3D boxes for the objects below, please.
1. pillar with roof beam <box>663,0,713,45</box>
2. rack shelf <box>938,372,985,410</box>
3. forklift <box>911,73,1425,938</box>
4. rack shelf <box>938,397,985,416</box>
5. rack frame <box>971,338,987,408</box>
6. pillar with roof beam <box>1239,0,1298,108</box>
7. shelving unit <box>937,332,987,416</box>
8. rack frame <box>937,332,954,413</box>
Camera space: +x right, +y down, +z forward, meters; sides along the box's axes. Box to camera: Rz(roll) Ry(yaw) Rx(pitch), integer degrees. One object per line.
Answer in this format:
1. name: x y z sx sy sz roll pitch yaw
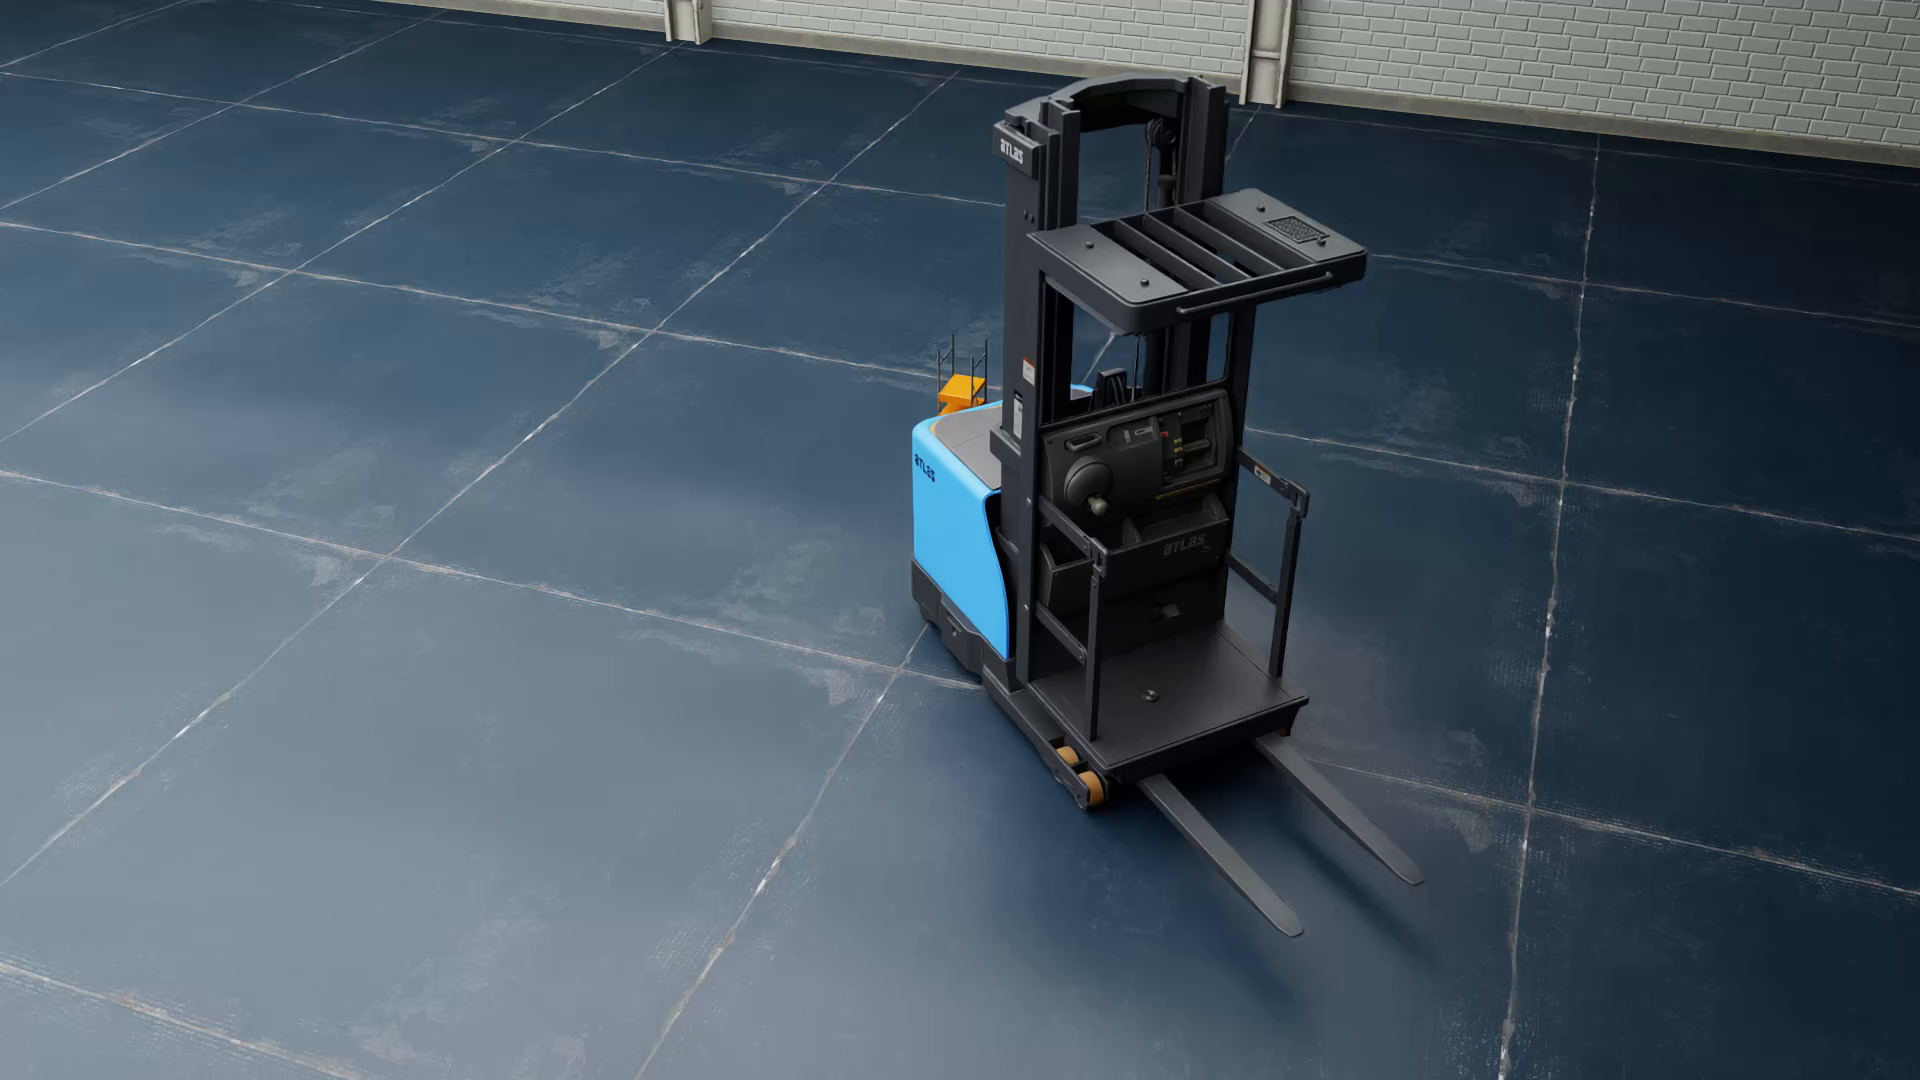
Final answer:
1. pillar with roof beam: -4.259 -6.797 11.450 0.400 9.000 9.100 11 34 16
2. rack shelf: 0.014 -0.767 8.717 0.180 0.103 0.258 11 34 16
3. forklift: 0.878 -0.319 7.010 1.130 2.935 3.031 -16 36 -23
4. rack shelf: 0.014 -0.666 8.782 0.180 0.103 0.258 11 34 16
5. rack frame: 0.100 -0.485 8.863 0.006 1.200 0.240 11 34 16
6. pillar with roof beam: 1.389 -5.699 9.749 0.400 9.000 9.100 11 34 16
7. shelving unit: 0.014 -0.501 8.888 0.189 1.200 0.258 11 34 16
8. rack frame: -0.073 -0.518 8.914 0.006 1.200 0.240 11 34 16
